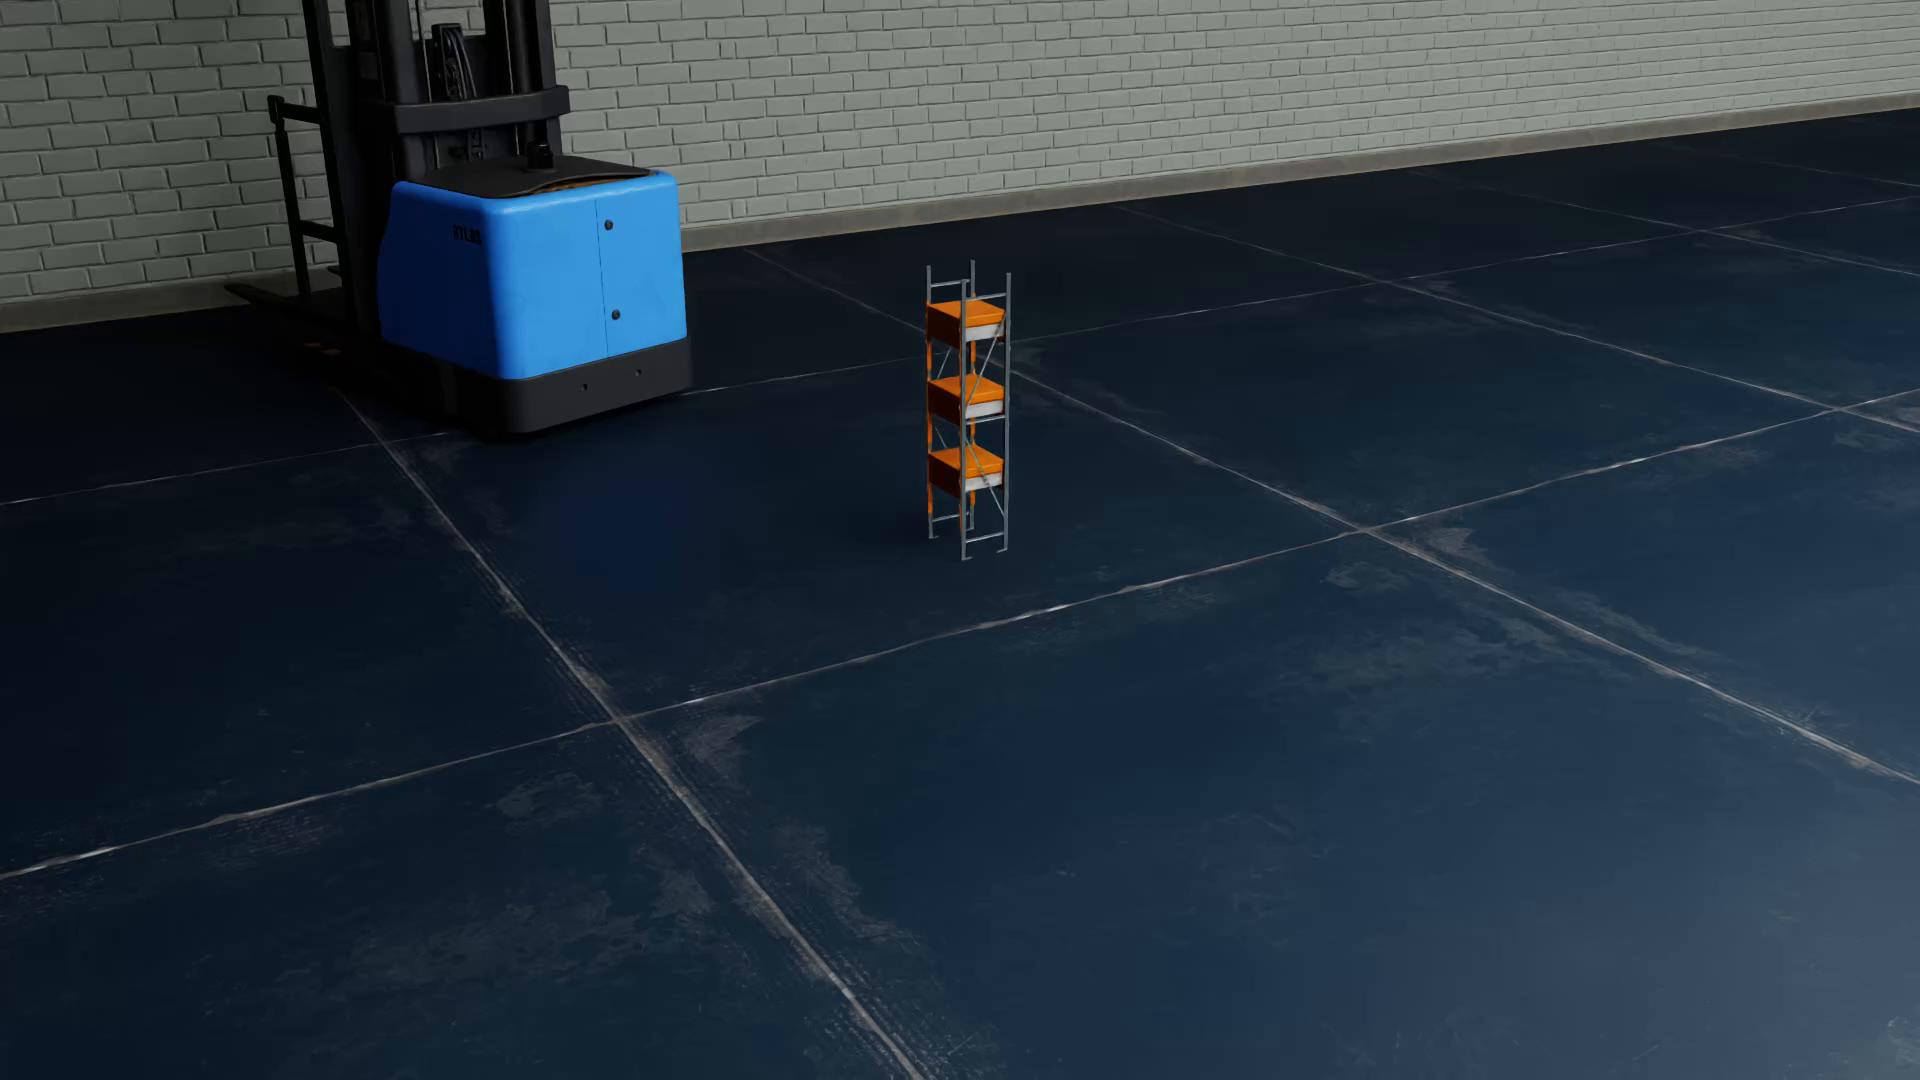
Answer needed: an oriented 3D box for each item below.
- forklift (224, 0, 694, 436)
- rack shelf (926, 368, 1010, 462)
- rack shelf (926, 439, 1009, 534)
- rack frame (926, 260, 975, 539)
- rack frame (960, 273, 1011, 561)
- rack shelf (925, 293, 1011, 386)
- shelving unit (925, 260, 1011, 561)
[{"bbox_3d":[-2.709,-2.268,7.999,3.031,2.935,1.130,19,29,38],"label":"forklift"},{"bbox_3d":[0.027,-0.459,6.075,0.215,0.259,0.240,-13,25,-28],"label":"rack shelf"},{"bbox_3d":[0.027,-0.202,6.180,0.215,0.259,0.240,-13,25,-28],"label":"rack shelf"},{"bbox_3d":[-0.035,-0.509,6.168,0.200,1.050,0.008,-13,25,-28],"label":"rack frame"},{"bbox_3d":[0.090,-0.430,5.974,0.200,1.050,0.008,-13,25,-28],"label":"rack frame"},{"bbox_3d":[0.027,-0.722,5.968,0.215,0.259,0.240,-13,25,-28],"label":"rack shelf"},{"bbox_3d":[0.027,-0.469,6.071,0.215,1.050,0.252,-13,25,-28],"label":"shelving unit"}]
